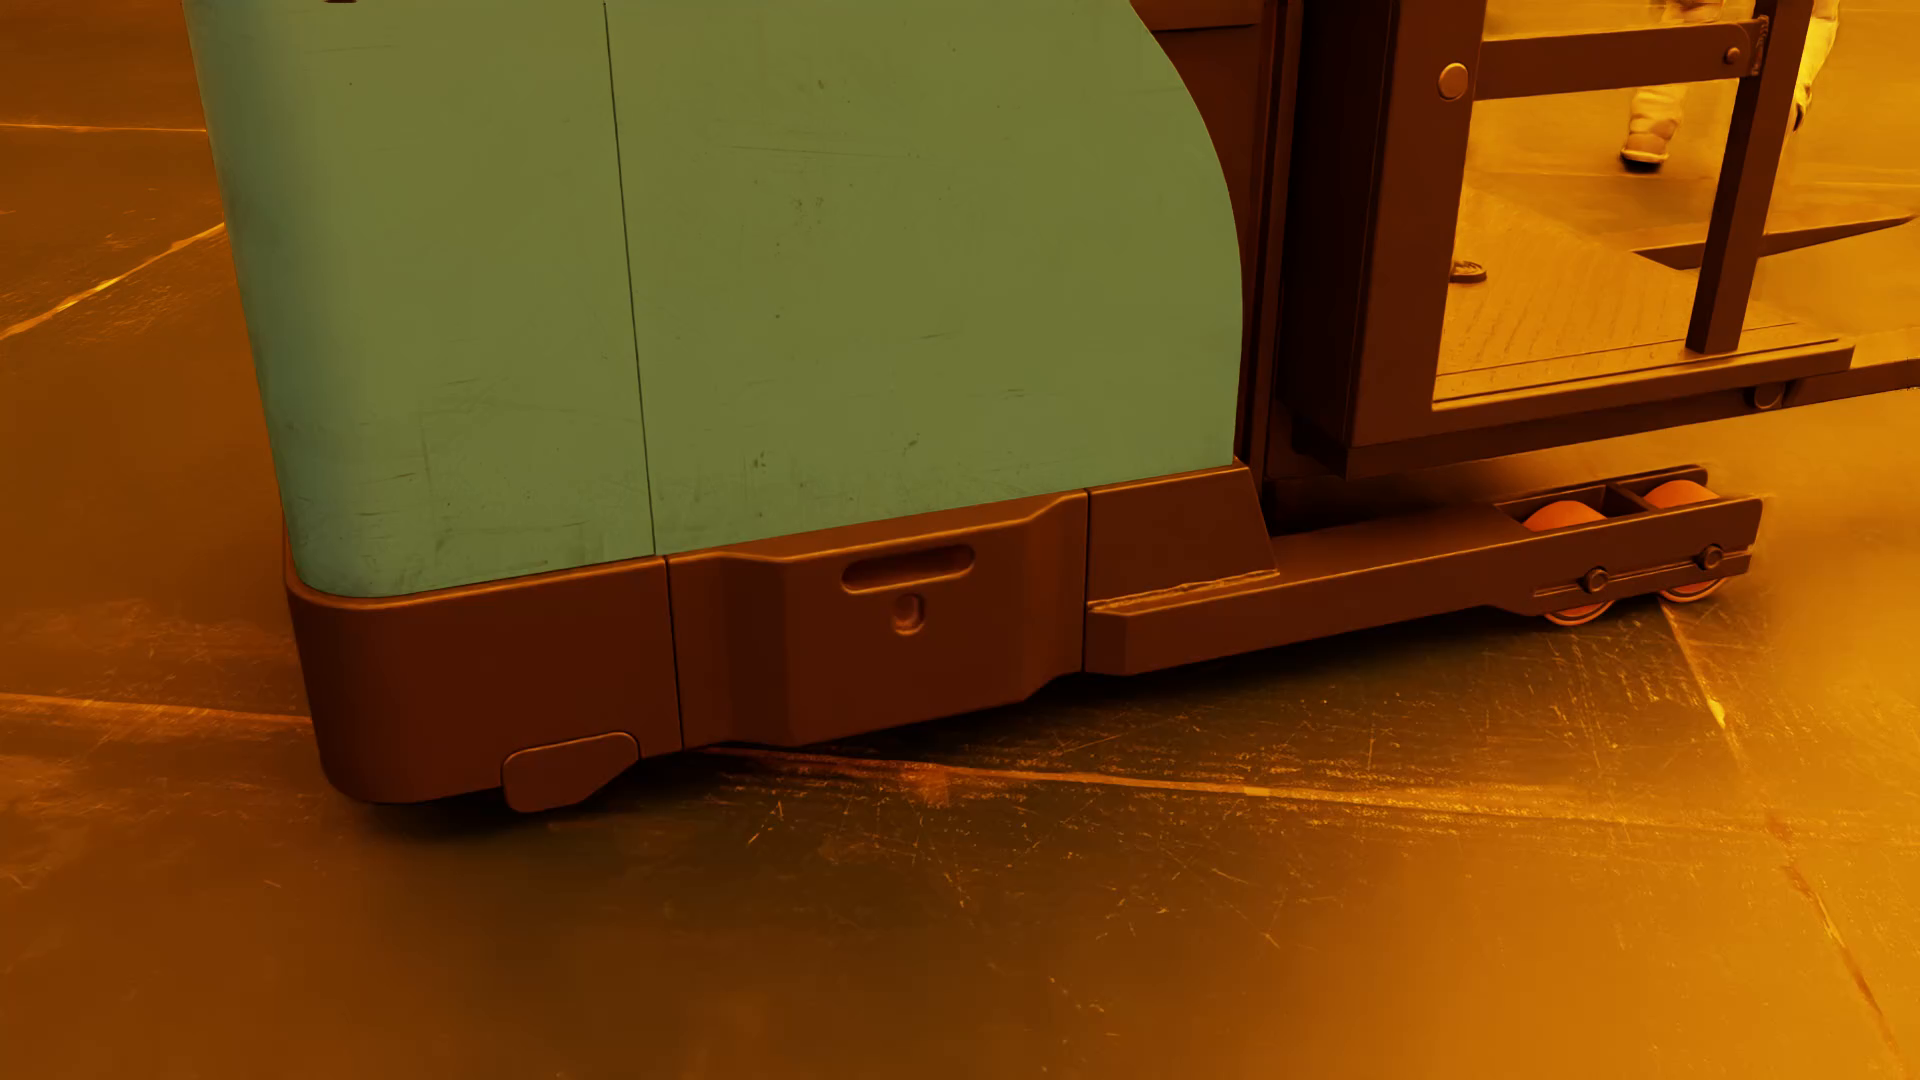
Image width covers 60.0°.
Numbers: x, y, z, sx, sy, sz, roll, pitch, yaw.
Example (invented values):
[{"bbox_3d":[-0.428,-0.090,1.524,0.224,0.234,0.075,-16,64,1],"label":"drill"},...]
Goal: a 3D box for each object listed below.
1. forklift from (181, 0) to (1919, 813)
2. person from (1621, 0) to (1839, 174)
[{"bbox_3d":[0.572,-1.406,2.035,3.031,2.935,1.130,-9,28,-18],"label":"forklift"},{"bbox_3d":[2.058,-1.647,4.200,0.834,1.480,0.565,9,28,17],"label":"person"}]
